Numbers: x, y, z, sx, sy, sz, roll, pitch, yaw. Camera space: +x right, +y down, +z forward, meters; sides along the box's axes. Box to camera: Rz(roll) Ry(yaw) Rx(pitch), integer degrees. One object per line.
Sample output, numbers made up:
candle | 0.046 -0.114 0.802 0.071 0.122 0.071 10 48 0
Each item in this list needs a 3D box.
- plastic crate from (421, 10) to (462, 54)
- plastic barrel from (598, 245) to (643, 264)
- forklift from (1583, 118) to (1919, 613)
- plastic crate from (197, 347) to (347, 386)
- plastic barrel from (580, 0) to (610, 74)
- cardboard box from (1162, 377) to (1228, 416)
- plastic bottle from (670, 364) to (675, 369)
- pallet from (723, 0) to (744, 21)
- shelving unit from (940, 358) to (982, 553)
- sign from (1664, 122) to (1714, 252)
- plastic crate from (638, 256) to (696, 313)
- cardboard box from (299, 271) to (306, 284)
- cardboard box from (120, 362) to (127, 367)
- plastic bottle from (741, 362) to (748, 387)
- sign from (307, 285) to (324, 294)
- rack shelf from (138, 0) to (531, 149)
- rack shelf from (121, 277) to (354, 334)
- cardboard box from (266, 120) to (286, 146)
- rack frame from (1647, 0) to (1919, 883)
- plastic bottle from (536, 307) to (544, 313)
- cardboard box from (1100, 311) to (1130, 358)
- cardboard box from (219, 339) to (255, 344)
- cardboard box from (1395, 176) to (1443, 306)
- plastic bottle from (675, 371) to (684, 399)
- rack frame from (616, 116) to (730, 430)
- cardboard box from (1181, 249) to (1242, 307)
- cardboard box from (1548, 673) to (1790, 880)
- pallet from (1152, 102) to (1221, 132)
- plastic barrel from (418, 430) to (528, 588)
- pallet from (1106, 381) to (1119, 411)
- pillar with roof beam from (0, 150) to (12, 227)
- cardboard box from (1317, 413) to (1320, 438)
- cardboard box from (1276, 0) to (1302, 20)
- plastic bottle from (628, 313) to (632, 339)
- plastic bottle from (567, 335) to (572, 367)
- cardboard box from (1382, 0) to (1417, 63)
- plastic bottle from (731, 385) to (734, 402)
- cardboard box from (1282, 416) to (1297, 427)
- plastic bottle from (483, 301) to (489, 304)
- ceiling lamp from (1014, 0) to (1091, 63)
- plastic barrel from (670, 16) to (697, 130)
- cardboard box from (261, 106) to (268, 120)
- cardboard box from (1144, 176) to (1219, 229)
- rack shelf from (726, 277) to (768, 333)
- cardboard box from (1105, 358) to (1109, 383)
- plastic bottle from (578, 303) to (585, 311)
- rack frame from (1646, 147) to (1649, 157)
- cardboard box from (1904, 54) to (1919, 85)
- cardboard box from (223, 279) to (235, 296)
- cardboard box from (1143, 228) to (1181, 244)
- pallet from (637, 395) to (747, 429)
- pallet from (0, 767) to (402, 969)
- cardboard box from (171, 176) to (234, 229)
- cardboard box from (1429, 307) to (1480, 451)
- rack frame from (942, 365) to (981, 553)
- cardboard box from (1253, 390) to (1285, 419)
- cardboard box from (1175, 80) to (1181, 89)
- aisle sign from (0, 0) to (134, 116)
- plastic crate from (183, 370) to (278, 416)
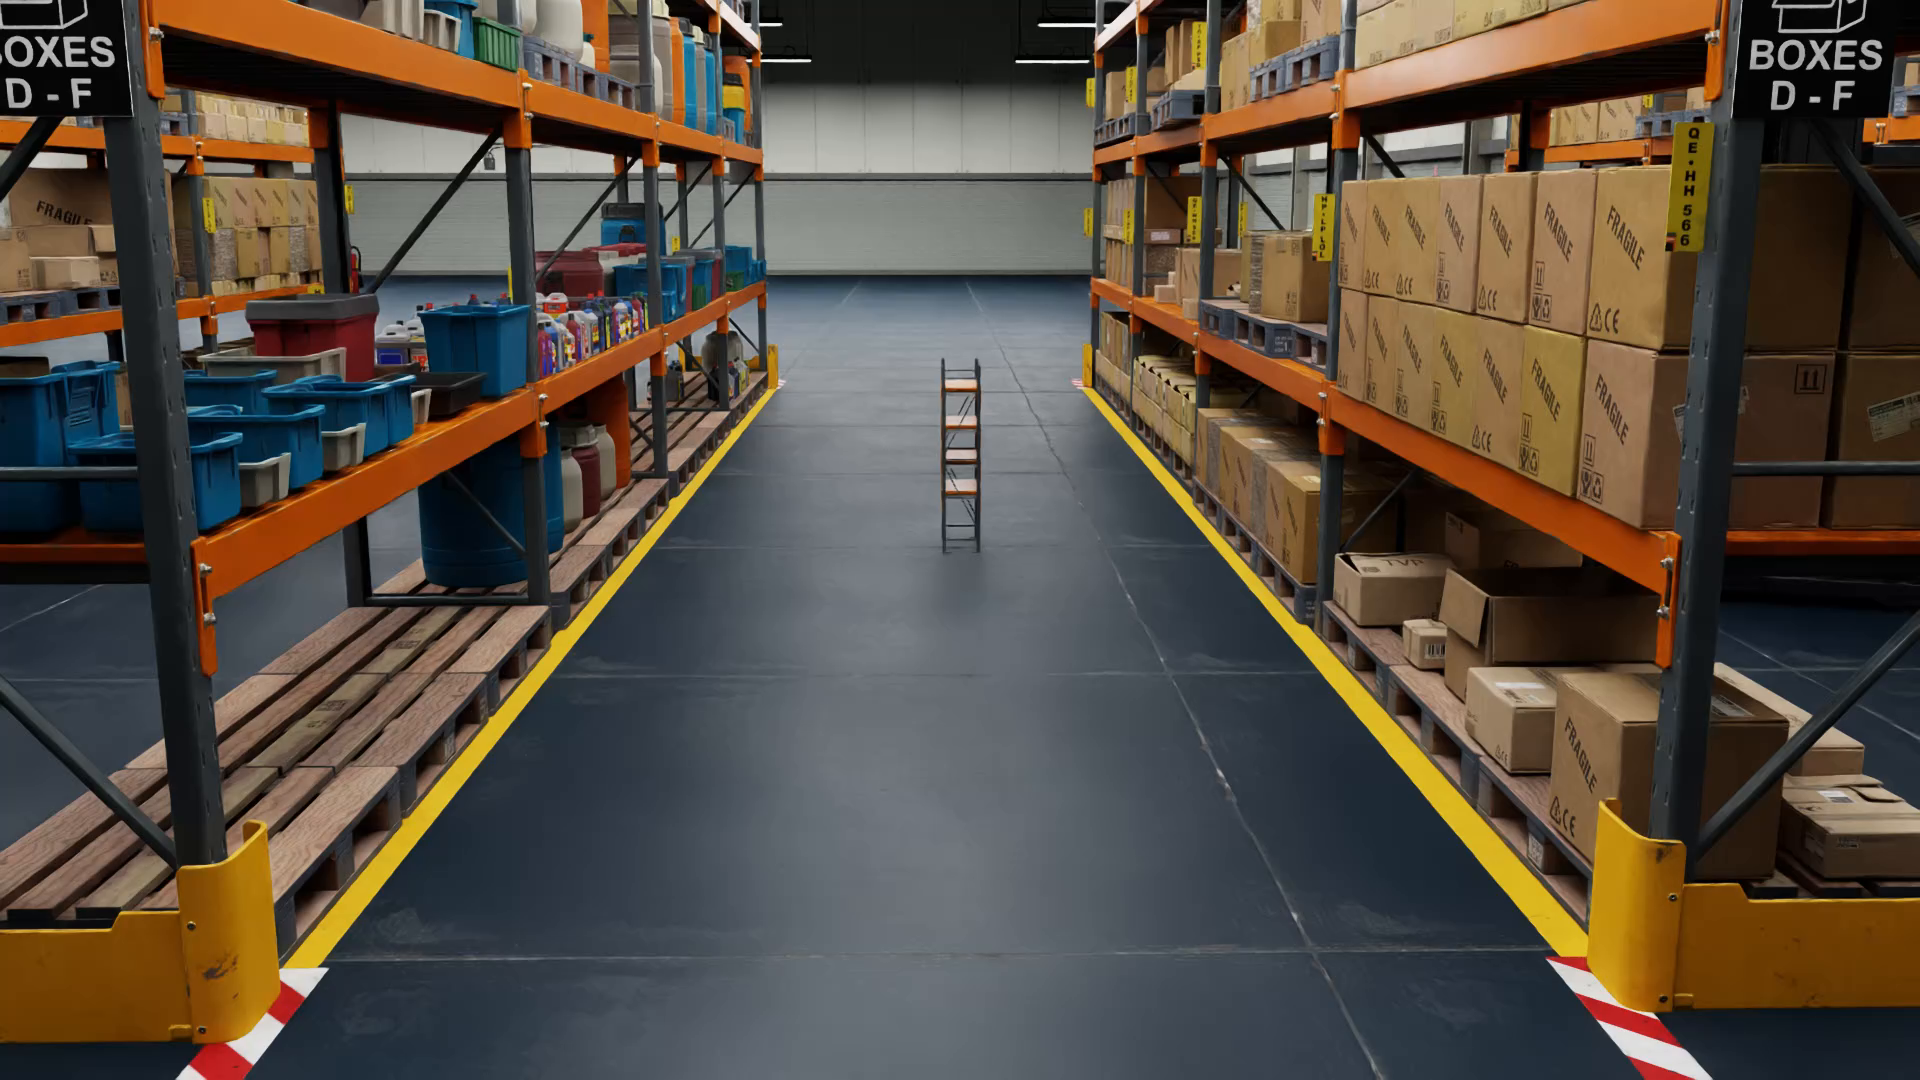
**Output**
plastic crate | -2.198 -2.047 6.726 0.293 0.136 0.466 0 11 -1
plastic barrel | -2.954 -2.278 14.401 0.433 0.535 0.433 0 11 0
forklift | 5.227 -1.146 9.337 3.031 2.935 1.130 3 12 15
plastic crate | -2.757 -0.625 6.742 0.437 0.282 0.530 0 11 -1
plastic barrel | -2.679 -3.526 11.217 0.600 0.830 0.708 0 11 -1
cardboard box | 1.983 -1.212 13.940 0.500 0.311 0.500 0 11 -2
plastic bottle | -3.118 -1.772 18.005 0.097 0.271 0.097 0 11 0
pallet | -2.843 -5.607 17.543 1.003 0.211 1.213 0 11 -1
shelving unit | 0.003 -0.555 10.778 0.258 1.200 0.503 0 11 -1
sign | 1.875 -0.906 4.275 0.100 0.325 0.005 0 11 -1
plastic crate | -2.415 -2.107 13.739 0.402 0.464 0.583 0 11 -1
cardboard box | -7.578 -2.945 18.664 0.380 0.149 0.250 0 11 -1
cardboard box | -7.731 -1.396 15.577 0.700 0.500 0.500 -1 12 -6
plastic bottle | -2.399 -1.811 18.183 0.152 0.276 0.135 0 11 -1
sign | -3.155 -1.092 8.199 0.100 0.325 0.005 0 11 -1
rack shelf | -2.563 -1.678 6.050 1.077 0.370 4.000 0 11 -1
rack shelf | -7.763 -2.573 18.006 1.077 0.370 4.000 0 11 -1
cardboard box | -7.510 -4.324 17.659 0.500 0.250 0.500 0 11 -2
rack frame | 2.430 -0.182 4.414 1.000 3.000 0.127 0 11 -1
plastic bottle | -2.868 -1.481 11.312 0.097 0.201 0.097 0 11 0
cardboard box | 1.901 -2.382 19.228 0.500 0.500 0.500 0 11 -1
cardboard box | -7.768 -1.936 18.290 0.500 0.500 0.500 1 11 4
cardboard box | 2.097 -1.217 6.747 0.500 0.500 0.500 -1 11 -3
plastic bottle | -2.928 -1.599 17.143 0.152 0.276 0.135 0 11 -1
rack frame | -2.770 -2.548 16.075 1.000 3.000 0.127 0 11 -1
cardboard box | 2.203 -2.260 14.402 0.500 0.500 0.500 0 11 -1
cardboard box | 2.173 0.720 5.146 0.500 0.500 0.500 0 11 -1
pallet | 2.135 -3.507 13.732 1.003 0.211 1.213 0 11 1
plastic barrel | -2.599 -0.244 8.937 0.600 0.901 0.708 0 11 -1
pallet | 2.180 -1.603 18.427 1.003 0.211 1.213 0 11 -1
pillar with roof beam | -19.754 -10.848 41.895 9.100 9.000 0.548 0 11 -1
cardboard box | 2.550 -0.731 10.413 0.500 0.250 0.500 0 11 -2
cardboard box | 2.289 -3.492 10.418 0.500 0.500 0.500 0 11 -1
plastic bottle | -2.258 -1.450 11.162 0.097 0.201 0.097 0 11 0
plastic bottle | -2.218 -1.069 9.285 0.097 0.201 0.097 0 11 0
cardboard box | 2.117 -2.177 7.078 0.500 0.250 0.500 0 11 -1
plastic bottle | -2.343 -1.498 16.830 0.097 0.201 0.097 0 11 0
cardboard box | 2.519 -0.578 11.545 0.500 0.500 0.500 0 11 1
plastic bottle | -3.023 -1.379 10.604 0.061 0.283 0.133 0 11 -1
ceiling lamp | 2.432 -14.224 43.858 2.000 3.185 0.800 0 11 -1
plastic barrel | -2.516 -3.904 13.951 0.600 0.901 0.708 0 11 -1
cardboard box | -7.525 -4.496 17.505 0.380 0.149 0.250 0 11 0
cardboard box | 2.167 -3.341 16.467 0.700 0.500 0.500 0 11 -1
rack shelf | -2.811 -2.593 18.106 1.077 0.370 4.000 0 11 -1
cardboard box | 1.912 -1.915 18.813 0.500 0.250 0.500 0 11 -1
plastic bottle | -2.369 -1.353 10.476 0.061 0.283 0.133 0 11 -1
rack frame | 7.135 -2.589 16.276 1.000 3.000 0.127 0 11 -1
cardboard box | 7.433 -3.467 12.756 0.500 0.500 0.500 0 11 -1
cardboard box | -7.418 -2.498 16.462 0.380 0.149 0.250 0 11 -1
cardboard box | 1.962 -2.988 16.359 0.380 0.149 0.250 0 11 -1
pallet | -2.742 -1.315 17.011 1.003 0.211 1.213 0 11 -1
pallet | -2.500 1.040 5.403 1.003 0.211 1.213 0 11 -1
cardboard box | -7.477 -3.303 16.282 0.500 0.500 0.500 0 11 -1
cardboard box | 2.120 -0.622 6.328 0.500 0.500 0.500 0 11 -2
rack frame | 0.008 -0.507 10.539 0.240 1.200 0.015 0 11 -1
cardboard box | 2.548 -1.011 12.947 0.500 0.311 0.500 0 11 1
cardboard box | 2.200 -3.938 14.704 0.500 0.250 0.500 -1 12 -7
aisle sign | -2.224 -1.424 3.994 0.394 0.787 0.004 0 11 -1
plastic crate | -2.821 -0.517 6.335 0.416 0.233 0.300 0 11 -1
